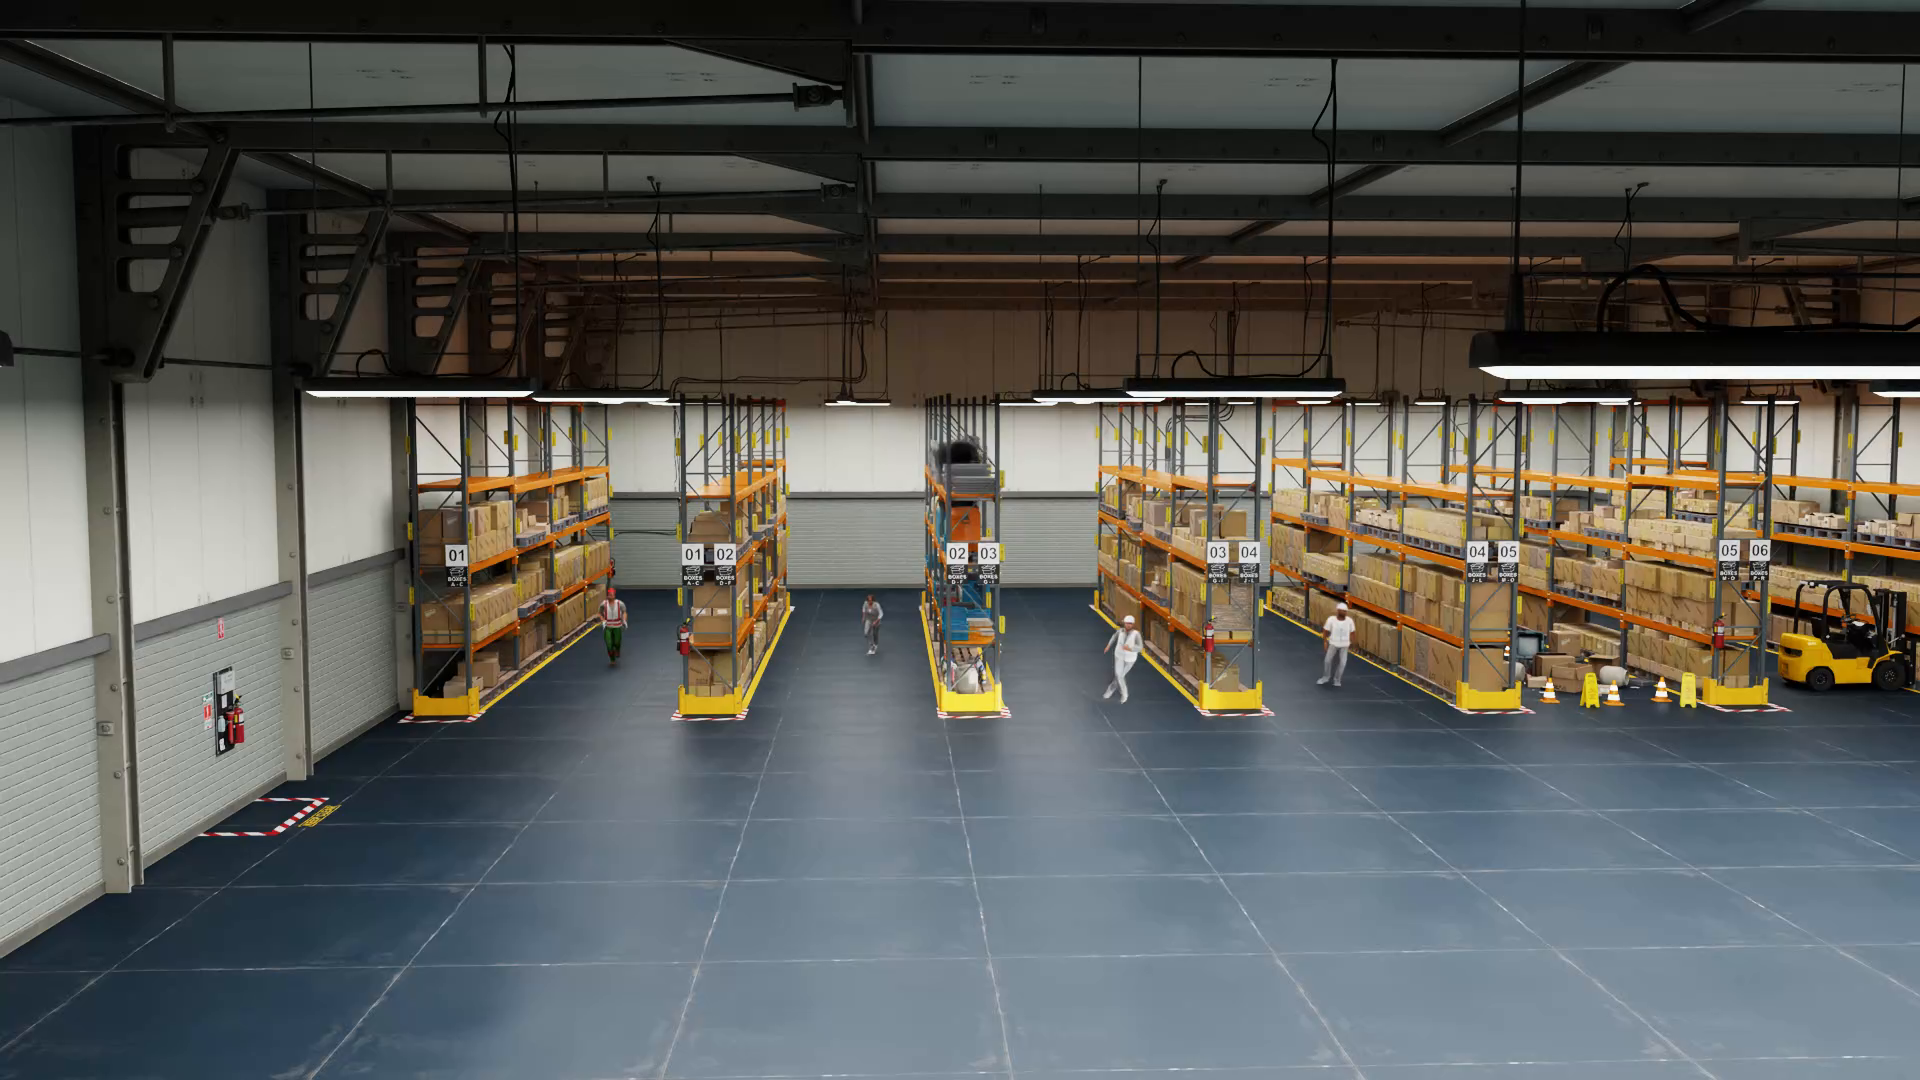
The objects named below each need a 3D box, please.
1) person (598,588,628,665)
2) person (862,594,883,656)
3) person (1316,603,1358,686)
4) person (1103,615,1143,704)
[{"bbox_3d":[-7.751,1.930,37.127,0.659,1.729,0.643,-1,5,-10],"label":"person"},{"bbox_3d":[-2.002,2.000,38.747,0.536,1.308,0.994,1,5,12],"label":"person"},{"bbox_3d":[7.749,2.154,34.174,0.789,1.729,0.570,0,5,4],"label":"person"},{"bbox_3d":[3.184,2.304,32.454,0.780,1.708,0.700,1,5,7],"label":"person"}]
